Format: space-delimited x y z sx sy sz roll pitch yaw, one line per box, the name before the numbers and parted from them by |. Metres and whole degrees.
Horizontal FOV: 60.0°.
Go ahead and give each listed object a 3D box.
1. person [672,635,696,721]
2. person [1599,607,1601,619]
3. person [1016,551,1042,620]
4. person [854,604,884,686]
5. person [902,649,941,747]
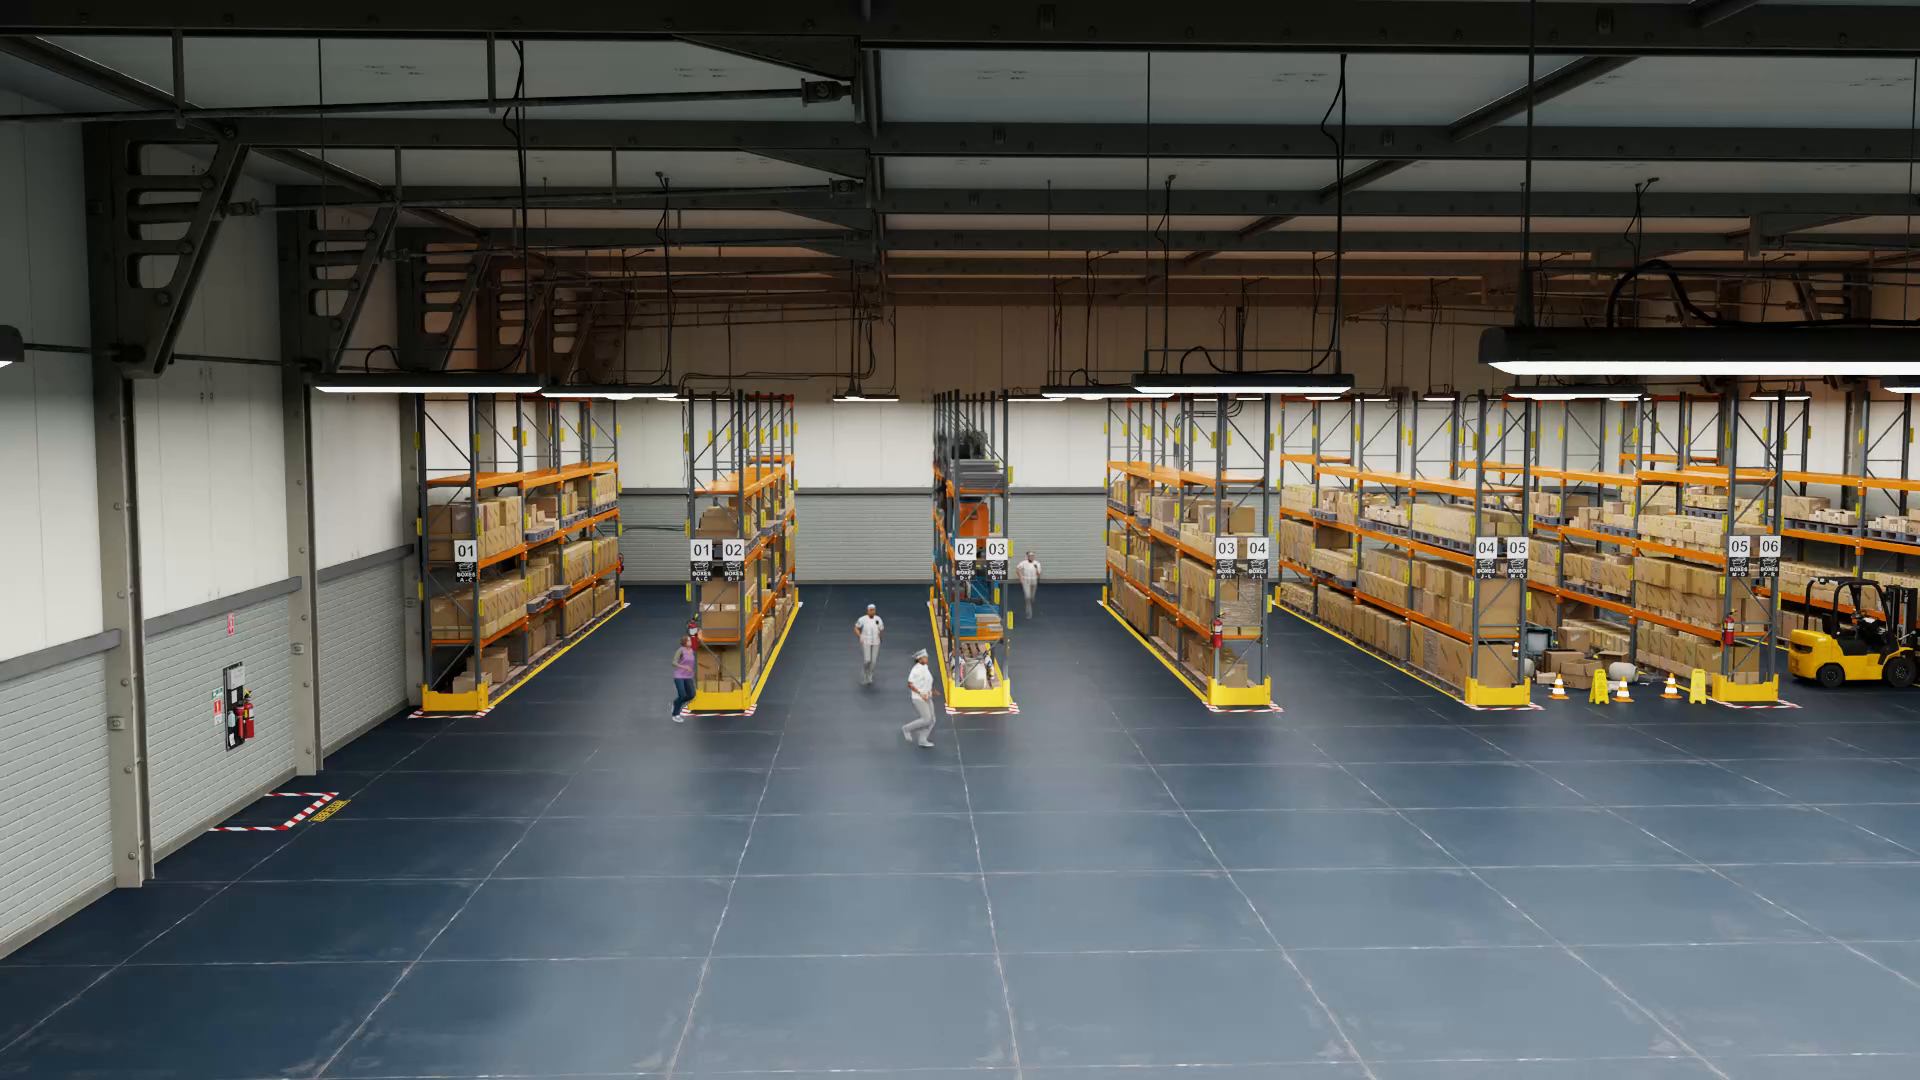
person | -4.961 2.499 30.126 0.563 1.549 0.554 4 6 38
person | 16.338 1.395 42.817 0.538 1.640 0.654 0 5 0
person | 1.883 1.196 44.708 0.648 1.842 0.861 -1 5 -15
person | -1.823 2.145 33.909 0.572 1.653 0.663 -1 5 -17
person | -0.644 2.634 27.832 0.567 1.653 0.600 2 5 23
